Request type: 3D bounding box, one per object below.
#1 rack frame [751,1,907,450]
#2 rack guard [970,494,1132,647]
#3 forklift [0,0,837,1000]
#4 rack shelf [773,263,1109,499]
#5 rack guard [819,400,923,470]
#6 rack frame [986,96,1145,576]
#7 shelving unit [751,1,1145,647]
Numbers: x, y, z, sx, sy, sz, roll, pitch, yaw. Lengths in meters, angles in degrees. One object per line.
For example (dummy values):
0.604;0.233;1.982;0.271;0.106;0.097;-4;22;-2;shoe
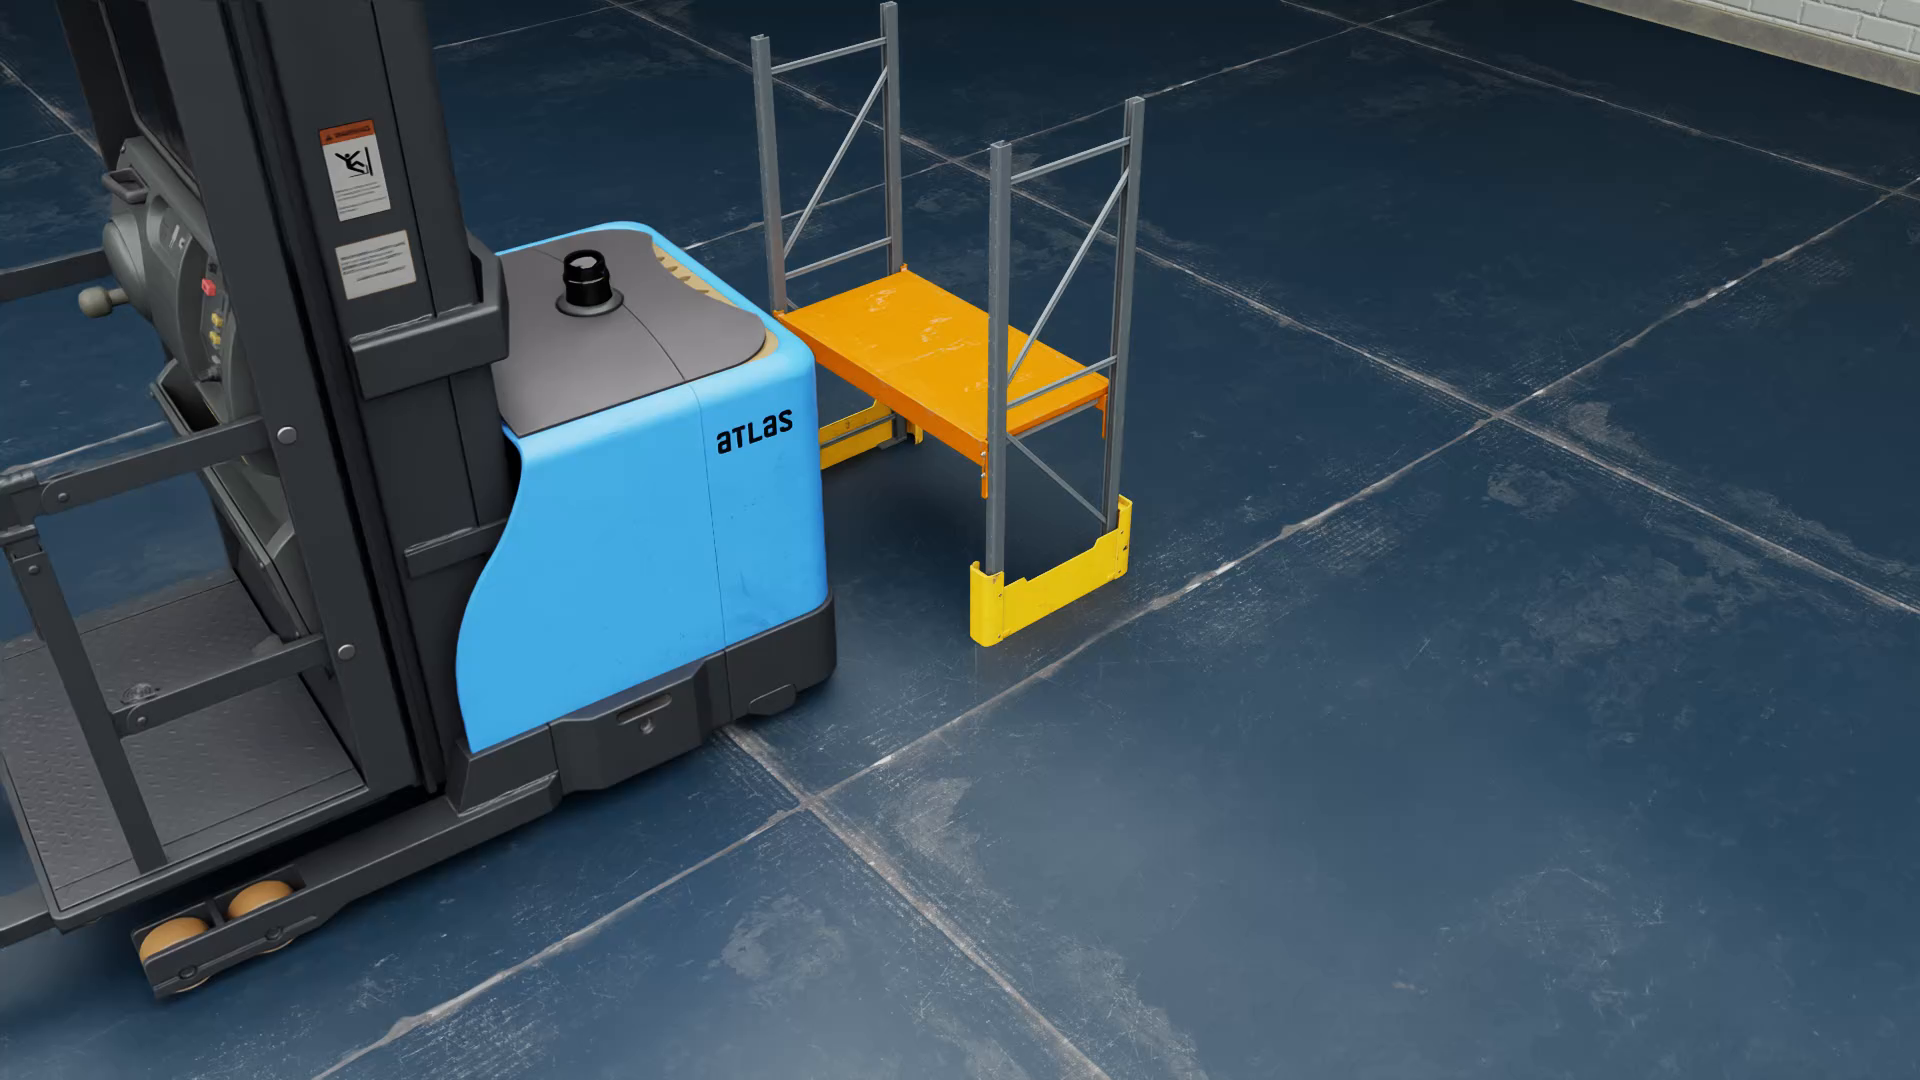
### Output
-0.383;-0.874;5.187;0.500;1.500;0.032;-26;43;-32;rack frame
0.272;0.084;4.915;0.587;0.250;0.087;-26;43;-32;rack guard
-1.836;-0.515;3.442;3.031;2.935;1.130;-23;41;-29;forklift
-0.055;-0.503;4.974;0.538;0.185;1.000;-26;43;-32;rack shelf
-0.371;-0.356;5.536;0.587;0.250;0.087;-26;43;-32;rack guard
0.273;-0.425;4.553;0.500;1.500;0.032;-26;43;-32;rack frame
-0.049;-0.646;4.864;0.587;1.500;1.083;-26;43;-32;shelving unit
